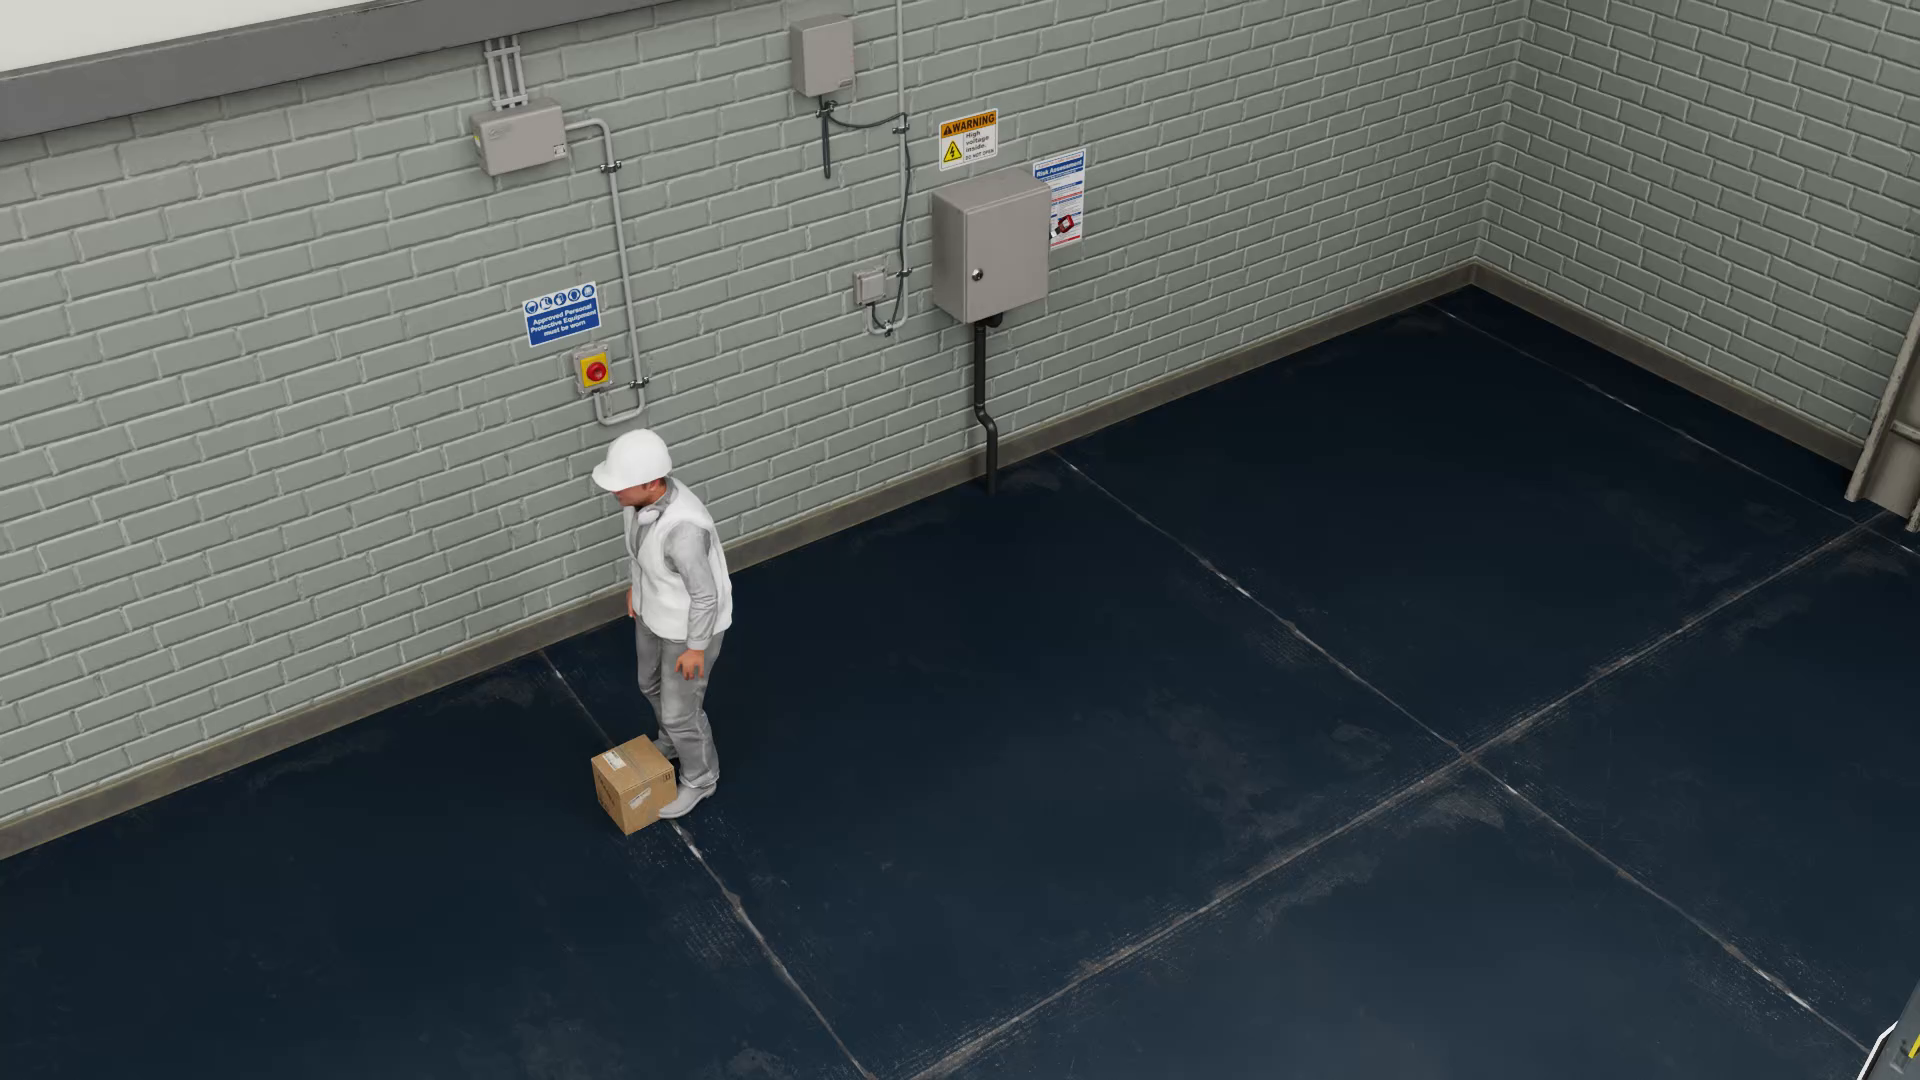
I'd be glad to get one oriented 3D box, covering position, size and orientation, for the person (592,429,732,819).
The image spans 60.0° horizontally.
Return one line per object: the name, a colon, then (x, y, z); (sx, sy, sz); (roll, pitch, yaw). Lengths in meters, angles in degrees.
person: (-1.141, 0.303, 6.567); (0.464, 1.768, 0.580); (-22, 42, -27)
